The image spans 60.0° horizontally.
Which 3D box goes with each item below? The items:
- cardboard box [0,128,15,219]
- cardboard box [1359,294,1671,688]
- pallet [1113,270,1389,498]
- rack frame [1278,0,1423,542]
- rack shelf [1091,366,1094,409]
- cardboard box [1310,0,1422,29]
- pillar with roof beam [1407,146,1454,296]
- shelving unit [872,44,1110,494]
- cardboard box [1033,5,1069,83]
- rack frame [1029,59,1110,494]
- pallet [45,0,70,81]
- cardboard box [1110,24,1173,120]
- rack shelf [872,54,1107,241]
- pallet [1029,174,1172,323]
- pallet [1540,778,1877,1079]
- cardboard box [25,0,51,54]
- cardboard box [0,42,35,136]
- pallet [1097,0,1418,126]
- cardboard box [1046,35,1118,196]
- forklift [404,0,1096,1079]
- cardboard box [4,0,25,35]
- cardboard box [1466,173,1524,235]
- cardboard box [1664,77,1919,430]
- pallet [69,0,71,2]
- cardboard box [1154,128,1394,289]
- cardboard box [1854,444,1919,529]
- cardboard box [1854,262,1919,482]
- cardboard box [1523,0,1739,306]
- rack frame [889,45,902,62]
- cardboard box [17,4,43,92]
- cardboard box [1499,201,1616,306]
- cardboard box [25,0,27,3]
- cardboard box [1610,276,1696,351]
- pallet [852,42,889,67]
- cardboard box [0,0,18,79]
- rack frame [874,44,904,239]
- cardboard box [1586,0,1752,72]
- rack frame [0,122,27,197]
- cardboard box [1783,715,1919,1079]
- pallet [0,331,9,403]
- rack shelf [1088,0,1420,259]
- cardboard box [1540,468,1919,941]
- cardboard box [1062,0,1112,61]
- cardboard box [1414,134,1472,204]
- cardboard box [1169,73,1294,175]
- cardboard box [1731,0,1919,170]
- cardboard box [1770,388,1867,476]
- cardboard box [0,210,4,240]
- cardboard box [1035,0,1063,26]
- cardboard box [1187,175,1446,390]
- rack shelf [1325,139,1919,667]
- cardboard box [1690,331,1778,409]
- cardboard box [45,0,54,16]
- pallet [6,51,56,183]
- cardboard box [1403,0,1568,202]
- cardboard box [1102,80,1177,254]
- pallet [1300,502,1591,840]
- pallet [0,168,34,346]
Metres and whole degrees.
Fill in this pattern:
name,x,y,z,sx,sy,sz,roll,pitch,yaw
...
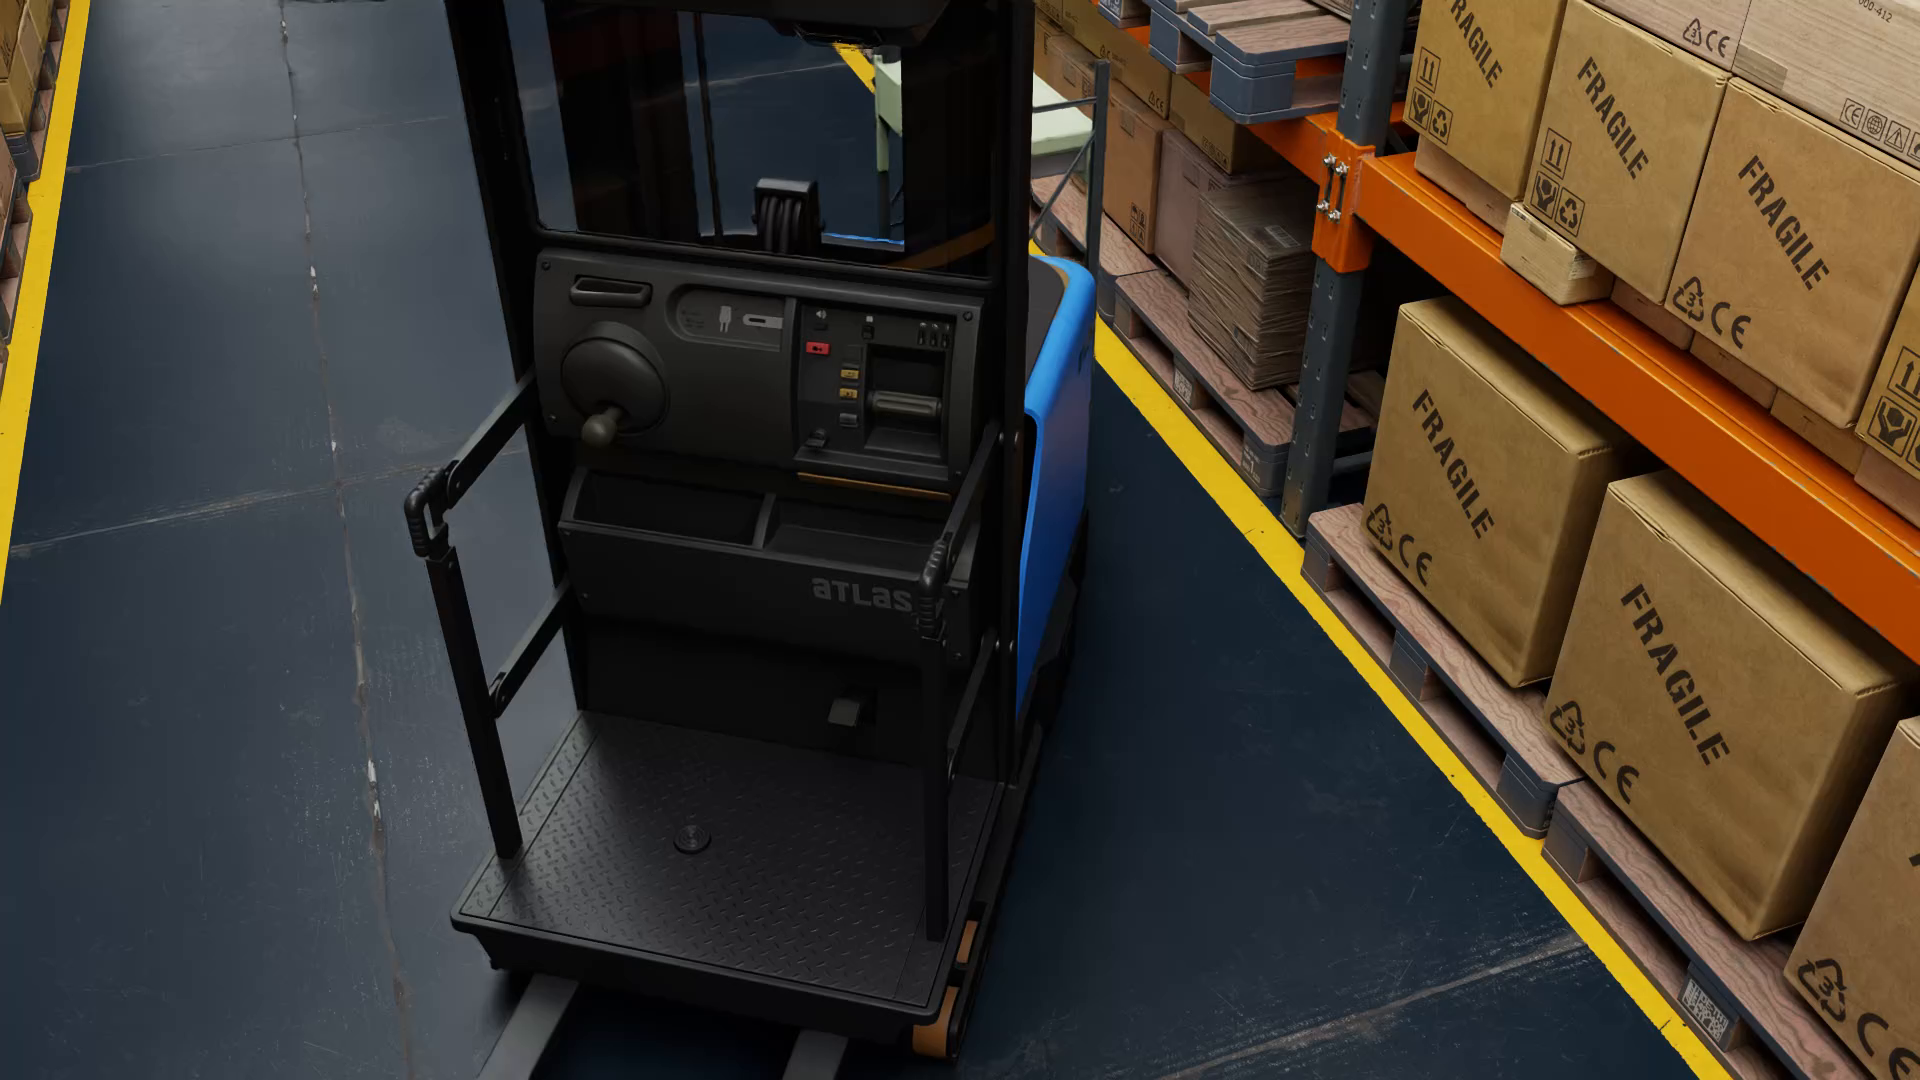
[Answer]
name,x,y,z,sx,sy,sz,roll,pitch,yaw
cardboard box,-4.098,-1.459,6.630,0.500,0.250,0.500,-13,39,-16
cardboard box,1.643,-0.198,4.458,0.750,0.750,0.750,-13,39,-17
pallet,1.246,-0.660,5.950,1.003,0.211,1.213,-12,39,-16
rack frame,1.513,-1.332,4.525,1.000,3.000,0.127,-12,39,-16
rack shelf,0.072,-0.584,5.320,0.431,0.370,0.720,-14,39,-18
cardboard box,1.342,-1.811,4.712,0.700,0.500,0.500,-17,40,-21
pillar with roof beam,-2.164,-3.750,2.749,9.100,9.000,0.400,-12,39,-16
shelving unit,0.072,-0.844,5.124,0.431,1.500,0.755,-14,39,-18
cardboard box,0.631,-2.075,7.223,0.700,0.500,0.500,-13,39,-17
rack frame,0.215,-0.641,4.855,0.400,1.500,0.023,-14,39,-18
pallet,-5.171,-2.598,8.524,1.003,0.211,1.213,-12,39,-16
cardboard box,0.897,-1.829,6.273,0.500,0.250,0.500,-13,39,-16
rack shelf,0.072,-1.156,4.889,0.431,0.370,0.720,-14,39,-18
pallet,0.830,-1.348,6.864,1.003,0.211,1.213,-12,39,-16
pallet,2.130,0.931,3.838,1.003,0.211,1.213,-12,39,-16
cardboard box,-4.723,-2.525,8.045,0.500,0.250,0.500,-12,39,-16
cardboard box,-4.388,-1.958,7.292,0.500,0.250,0.500,-12,39,-16
pallet,1.168,-1.635,5.088,1.213,0.211,1.003,-12,39,-16
cardboard box,0.768,-1.778,6.829,0.700,0.500,0.500,-12,39,-15
forklift,-0.466,-0.273,3.176,1.130,2.935,3.031,8,38,11
cardboard box,-4.558,-2.540,7.442,0.500,0.500,0.500,-12,39,-16
cardboard box,1.488,-0.861,4.092,0.380,0.149,0.250,-12,39,-15
cardboard box,1.781,-0.593,3.197,0.500,0.500,0.500,-13,39,-16
pallet,-5.587,-3.286,9.437,1.003,0.211,1.213,-12,39,-16
cardboard box,1.148,-1.220,6.088,0.700,0.500,0.500,-13,39,-16
cardboard box,1.947,-0.141,3.136,0.380,0.149,0.250,-12,39,-16
cardboard box,1.968,-0.300,2.808,0.500,0.500,0.500,-11,38,-15
cardboard box,1.612,-0.873,3.569,0.500,0.500,0.500,-11,38,-14
rack frame,0.137,-3.591,7.525,1.000,3.000,0.127,-12,39,-16
cardboard box,-4.555,-2.241,7.669,0.500,0.250,0.500,-12,39,-16
cardboard box,1.500,-0.693,3.870,0.380,0.149,0.250,-11,38,-15
cardboard box,-4.723,-2.824,7.819,0.500,0.500,0.500,-12,39,-16
cardboard box,1.702,-0.577,3.715,0.380,0.149,0.250,-13,39,-16
pallet,-0.128,-2.849,8.858,1.003,0.211,1.213,-12,39,-16
cardboard box,-4.379,-2.259,7.069,0.500,0.500,0.500,-12,39,-16
rack frame,-0.071,-1.047,5.393,0.400,1.500,0.023,-14,39,-18
cardboard box,1.613,-1.185,3.359,0.500,0.250,0.500,-13,39,-17
rack frame,-4.513,-2.563,6.160,1.000,3.000,0.127,-12,39,-16
cardboard box,2.235,0.777,3.163,0.750,0.750,0.750,-11,38,-15
pallet,-3.799,-0.351,5.541,1.003,0.211,1.213,-12,39,-16
rack shelf,0.825,-2.174,6.241,1.077,0.370,4.000,-12,39,-16
cardboard box,1.939,0.298,3.799,0.750,0.750,0.750,-13,39,-16
cardboard box,0.743,-2.114,6.653,0.500,0.250,0.500,-14,39,-17
cardboard box,1.409,-1.005,4.284,0.380,0.149,0.250,-13,39,-17
cardboard box,1.079,-1.539,5.889,0.500,0.250,0.500,-12,39,-15
cardboard box,1.789,-0.903,2.985,0.500,0.250,0.500,-12,39,-16
cardboard box,1.878,-0.284,3.326,0.380,0.149,0.250,-12,39,-15
cardboard box,-3.926,-1.173,6.250,0.500,0.250,0.500,-13,39,-17
cardboard box,0.560,-2.408,7.042,0.500,0.250,0.500,-13,39,-17
cardboard box,1.216,-0.905,5.670,0.700,0.500,0.500,-12,39,-15
rack shelf,2.201,0.086,3.241,1.077,0.370,4.000,-12,39,-16
cardboard box,1.799,-0.432,3.523,0.380,0.149,0.250,-12,39,-15
cardboard box,-4.900,-2.806,8.418,0.500,0.250,0.500,-12,39,-16
pallet,-4.747,-1.908,7.607,1.003,0.211,1.213,-12,39,-16
cardboard box,1.440,-1.171,3.964,0.500,0.500,0.500,-11,38,-15
cardboard box,0.951,-1.495,6.453,0.700,0.500,0.500,-13,39,-16
pallet,1.714,0.243,4.752,1.003,0.211,1.213,-12,39,-16
pallet,-4.223,-1.042,6.457,1.003,0.211,1.213,-12,39,-16
